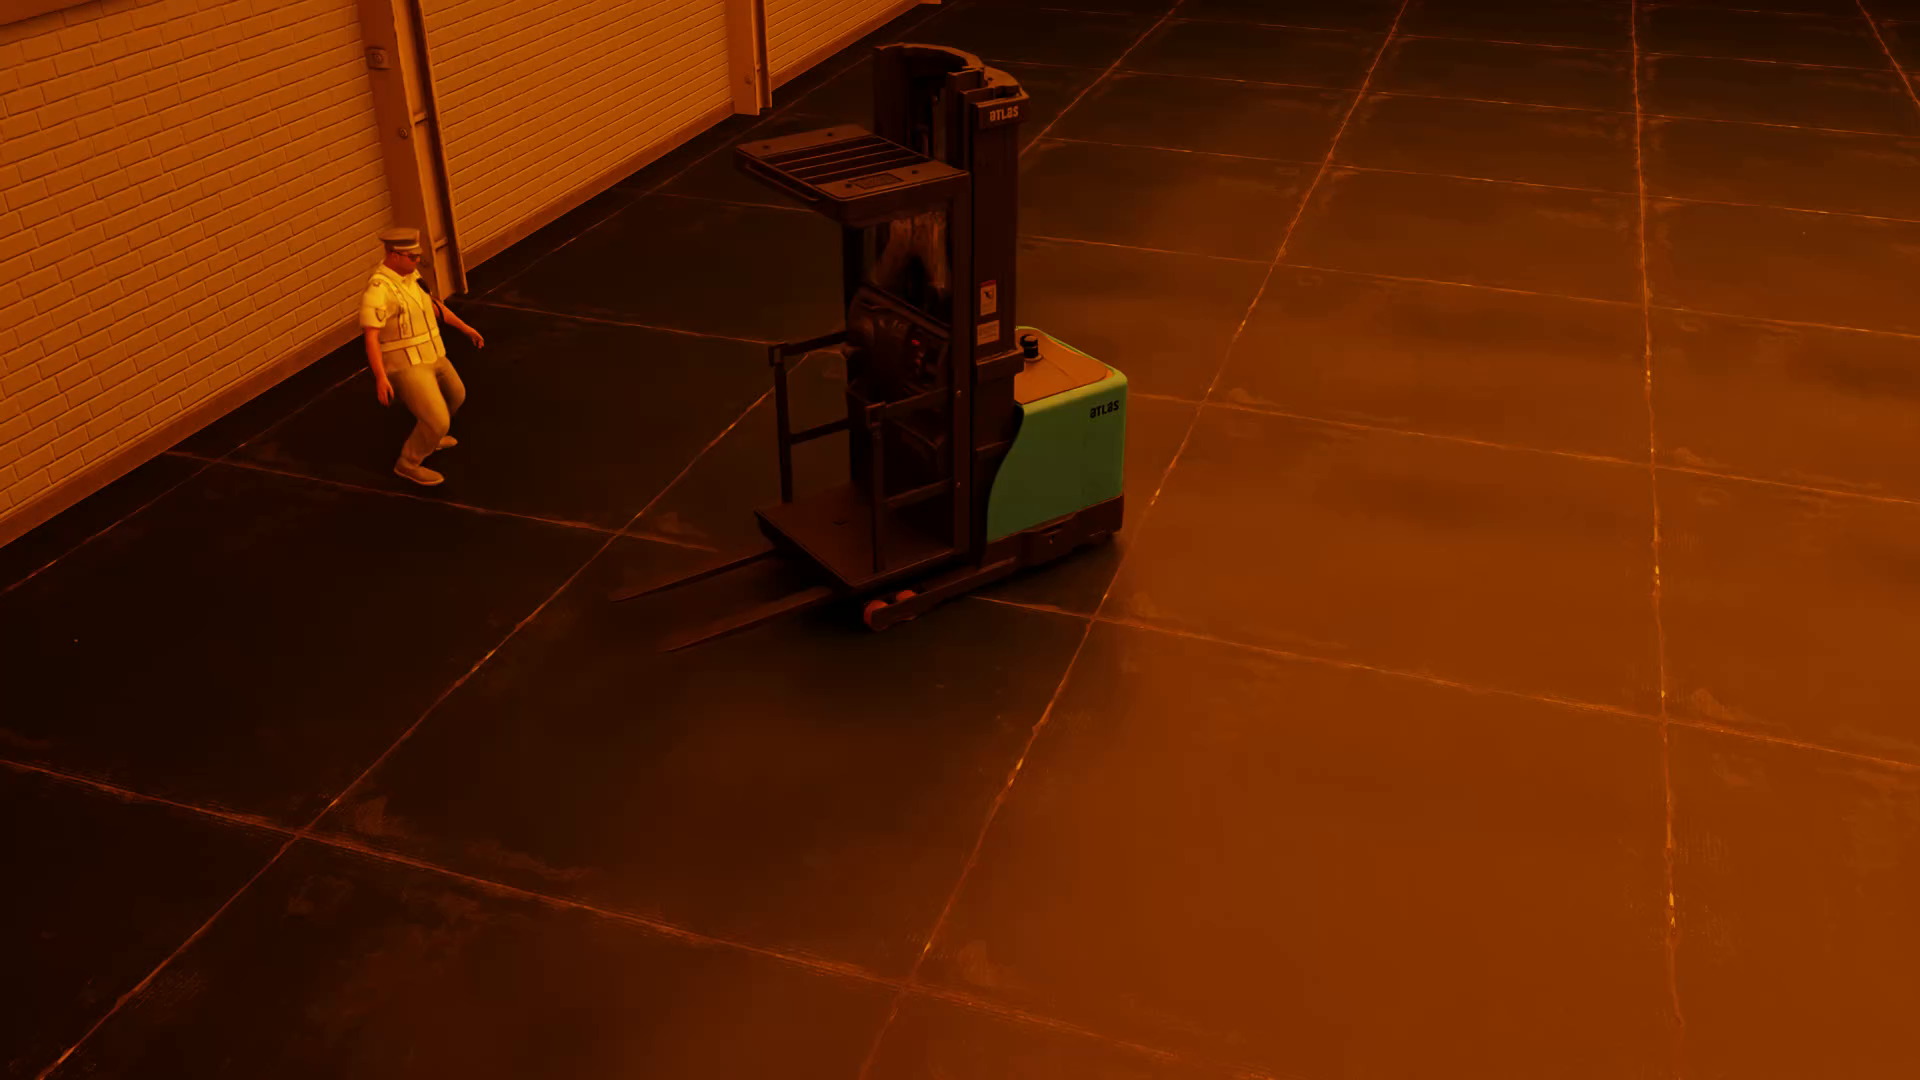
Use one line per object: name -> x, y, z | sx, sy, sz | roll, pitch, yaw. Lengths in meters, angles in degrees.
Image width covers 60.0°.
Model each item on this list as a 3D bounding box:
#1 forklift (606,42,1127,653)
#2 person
forklift -> -0.511, -1.066, 9.007 | 3.031, 2.935, 1.130 | -19, 35, -30
person -> -3.425, -1.161, 10.520 | 0.633, 1.637, 0.958 | 7, 30, 12
